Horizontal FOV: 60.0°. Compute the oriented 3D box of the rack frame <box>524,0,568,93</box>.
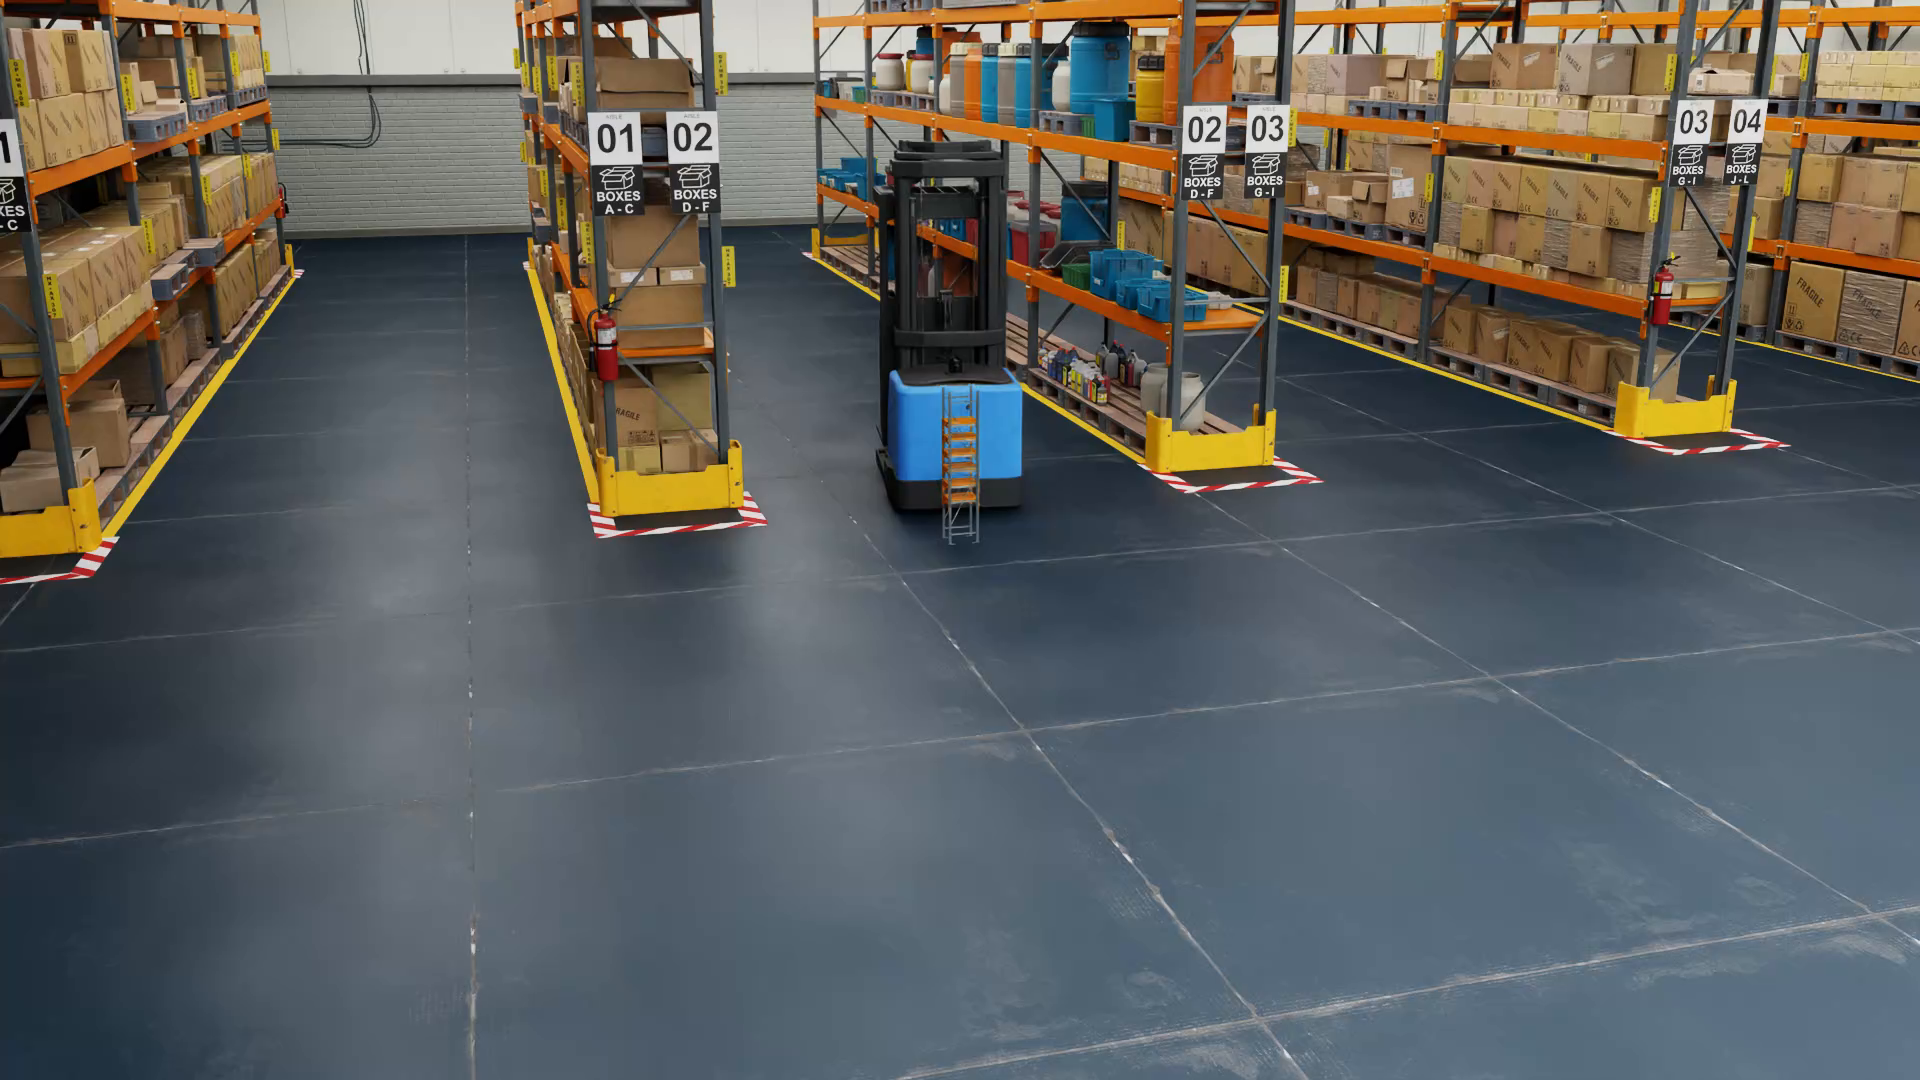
[{"bbox_3d":[-5.708,-7.914,23.656,1.000,3.000,0.127,-5,17,-15],"label":"rack frame"}]

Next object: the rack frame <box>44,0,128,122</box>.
[{"bbox_3d":[-8.272,-5.308,14.982,1.000,3.000,0.127,-5,17,-15],"label":"rack frame"}]

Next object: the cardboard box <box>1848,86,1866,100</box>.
[{"bbox_3d":[10.726,-5.271,19.606,0.380,0.149,0.250,-5,17,-15],"label":"cardboard box"}]

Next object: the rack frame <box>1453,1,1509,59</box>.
[{"bbox_3d":[8.614,-9.060,27.473,1.000,3.000,0.127,-5,17,-15],"label":"rack frame"}]

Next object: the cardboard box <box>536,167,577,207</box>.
[{"bbox_3d":[-5.543,-4.956,23.333,0.700,0.500,0.500,-2,17,-6],"label":"cardboard box"}]

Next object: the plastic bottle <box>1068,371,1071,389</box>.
[{"bbox_3d":[1.184,-1.701,17.499,0.097,0.201,0.097,0,17,0],"label":"plastic bottle"}]

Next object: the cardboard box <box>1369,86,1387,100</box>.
[{"bbox_3d":[5.405,-5.647,20.998,0.380,0.166,0.250,-5,17,-17],"label":"cardboard box"}]

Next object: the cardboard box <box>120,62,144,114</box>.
[{"bbox_3d":[-8.684,-4.620,16.999,0.500,0.500,0.500,-5,18,-17],"label":"cardboard box"}]

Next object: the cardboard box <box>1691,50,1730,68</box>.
[{"bbox_3d":[13.386,-8.519,29.808,0.500,0.500,0.500,-4,17,-14],"label":"cardboard box"}]

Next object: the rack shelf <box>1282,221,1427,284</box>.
[{"bbox_3d":[5.467,-3.819,21.702,1.077,0.370,4.000,-5,17,-15],"label":"rack shelf"}]

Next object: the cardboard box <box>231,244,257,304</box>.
[{"bbox_3d":[-10.166,-3.650,22.897,0.750,0.750,0.750,-4,17,-15],"label":"cardboard box"}]

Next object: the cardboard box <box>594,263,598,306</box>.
[{"bbox_3d":[-3.096,-2.469,15.784,0.700,0.500,0.500,-4,17,-14],"label":"cardboard box"}]

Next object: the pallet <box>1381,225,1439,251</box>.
[{"bbox_3d":[5.946,-3.741,20.526,1.003,0.211,1.213,-5,17,-15],"label":"pallet"}]

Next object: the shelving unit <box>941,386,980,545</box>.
[{"bbox_3d":[0.004,-0.571,12.766,0.258,1.200,0.189,-5,17,-15],"label":"shelving unit"}]

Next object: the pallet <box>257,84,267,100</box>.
[{"bbox_3d":[-11.355,-6.944,25.796,1.003,0.211,1.213,-5,17,-15],"label":"pallet"}]

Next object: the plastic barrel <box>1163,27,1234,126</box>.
[{"bbox_3d":[2.098,-4.080,14.630,0.600,0.830,0.708,-5,17,-15],"label":"plastic barrel"}]

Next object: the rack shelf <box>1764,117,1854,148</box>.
[{"bbox_3d":[10.263,-5.620,22.482,1.077,0.370,4.000,-5,17,-15],"label":"rack shelf"}]

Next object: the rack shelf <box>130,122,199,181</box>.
[{"bbox_3d":[-8.821,-4.081,17.359,1.077,0.370,4.000,-5,17,-15],"label":"rack shelf"}]

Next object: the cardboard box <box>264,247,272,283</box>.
[{"bbox_3d":[-10.851,-4.148,25.164,0.700,0.500,0.500,-4,17,-14],"label":"cardboard box"}]

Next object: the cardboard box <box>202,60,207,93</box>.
[{"bbox_3d":[-10.334,-6.091,21.864,0.700,0.500,0.500,-6,18,-18],"label":"cardboard box"}]

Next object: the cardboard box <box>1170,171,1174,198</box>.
[{"bbox_3d":[3.704,-5.724,26.619,0.500,0.500,0.500,-5,17,-15],"label":"cardboard box"}]

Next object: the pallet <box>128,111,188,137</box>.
[{"bbox_3d":[-8.627,-4.248,16.992,1.213,0.211,1.003,-5,17,-15],"label":"pallet"}]

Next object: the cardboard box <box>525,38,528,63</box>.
[{"bbox_3d":[-6.595,-7.825,26.662,0.700,0.500,0.500,-5,17,-15],"label":"cardboard box"}]

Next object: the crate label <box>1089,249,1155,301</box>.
[{"bbox_3d":[1.587,-2.617,16.388,0.502,0.435,0.616,-5,17,-15],"label":"crate label"}]

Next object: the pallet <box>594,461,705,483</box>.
[{"bbox_3d":[-2.661,-0.594,14.563,1.003,0.211,1.213,-5,17,-15],"label":"pallet"}]

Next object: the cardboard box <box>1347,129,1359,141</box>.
[{"bbox_3d":[7.528,-7.679,30.872,0.500,0.500,0.500,-4,17,-14],"label":"cardboard box"}]

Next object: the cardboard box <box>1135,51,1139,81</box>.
[{"bbox_3d":[3.394,-8.073,28.322,0.700,0.500,0.500,-4,17,-13],"label":"cardboard box"}]

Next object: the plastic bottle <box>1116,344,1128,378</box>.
[{"bbox_3d":[1.761,-1.952,18.077,0.144,0.351,0.185,-6,18,-18],"label":"plastic bottle"}]

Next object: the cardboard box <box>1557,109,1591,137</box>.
[{"bbox_3d":[6.466,-4.262,16.973,0.500,0.250,0.500,-4,17,-14],"label":"cardboard box"}]

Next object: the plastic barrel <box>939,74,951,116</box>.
[{"bbox_3d":[-0.055,-5.705,21.322,0.421,0.512,0.421,0,17,0],"label":"plastic barrel"}]

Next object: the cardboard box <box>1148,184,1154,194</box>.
[{"bbox_3d":[3.348,-5.832,27.591,0.380,0.149,0.250,-4,17,-14],"label":"cardboard box"}]

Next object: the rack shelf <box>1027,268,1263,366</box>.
[{"bbox_3d":[1.804,-2.321,16.715,1.077,0.370,4.000,-5,17,-15],"label":"rack shelf"}]

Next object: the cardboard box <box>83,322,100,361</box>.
[{"bbox_3d":[-7.158,-1.569,13.188,0.500,0.250,0.500,-5,18,-17],"label":"cardboard box"}]

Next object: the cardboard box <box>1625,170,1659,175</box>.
[{"bbox_3d":[7.096,-3.485,16.912,0.500,0.500,0.500,-5,17,-15],"label":"cardboard box"}]

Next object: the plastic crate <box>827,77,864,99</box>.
[{"bbox_3d":[-1.888,-7.500,27.601,0.504,0.338,0.767,-5,17,-15],"label":"plastic crate"}]

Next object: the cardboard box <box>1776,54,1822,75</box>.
[{"bbox_3d":[13.682,-7.650,27.088,0.500,0.500,0.500,-5,17,-15],"label":"cardboard box"}]

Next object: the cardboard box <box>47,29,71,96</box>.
[{"bbox_3d":[-7.285,-3.711,12.932,0.500,0.500,0.500,-4,17,-14],"label":"cardboard box"}]

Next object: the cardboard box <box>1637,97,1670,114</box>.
[{"bbox_3d":[6.780,-4.193,16.050,0.380,0.149,0.250,-5,18,-17],"label":"cardboard box"}]

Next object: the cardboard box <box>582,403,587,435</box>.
[{"bbox_3d":[-3.266,-1.145,15.598,0.500,0.250,0.500,-5,17,-15],"label":"cardboard box"}]

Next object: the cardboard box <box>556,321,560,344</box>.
[{"bbox_3d":[-4.608,-2.512,20.149,0.500,0.250,0.500,-5,17,-17],"label":"cardboard box"}]

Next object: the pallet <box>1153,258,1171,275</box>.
[{"bbox_3d":[3.684,-4.704,28.245,1.003,0.211,1.213,-5,17,-15],"label":"pallet"}]

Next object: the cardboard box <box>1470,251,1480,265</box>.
[{"bbox_3d":[6.015,-3.201,18.831,0.380,0.149,0.250,-5,17,-15],"label":"cardboard box"}]

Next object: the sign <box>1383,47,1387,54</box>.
[{"bbox_3d":[8.054,-9.193,31.588,0.100,0.325,0.005,-5,17,-15],"label":"sign"}]

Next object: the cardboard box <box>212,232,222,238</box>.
[{"bbox_3d":[-9.291,-3.691,20.427,0.380,0.149,0.250,-4,17,-14],"label":"cardboard box"}]

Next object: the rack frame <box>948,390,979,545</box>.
[{"bbox_3d":[0.029,-0.545,12.682,0.240,1.200,0.006,-5,17,-15],"label":"rack frame"}]

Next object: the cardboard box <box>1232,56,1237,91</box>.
[{"bbox_3d":[4.335,-6.967,24.809,0.797,0.503,0.637,-5,17,-16],"label":"cardboard box"}]

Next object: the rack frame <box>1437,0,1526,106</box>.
[{"bbox_3d":[6.016,-6.483,18.893,1.000,3.000,0.127,-5,17,-15],"label":"rack frame"}]

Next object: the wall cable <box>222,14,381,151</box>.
[{"bbox_3d":[-12.780,-8.733,31.781,3.097,2.526,0.112,-5,17,-15],"label":"wall cable"}]

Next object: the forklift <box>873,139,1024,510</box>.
[{"bbox_3d":[-0.176,-2.027,14.604,1.130,2.935,3.031,-2,17,-7],"label":"forklift"}]

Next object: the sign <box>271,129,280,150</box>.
[{"bbox_3d":[-11.044,-6.462,26.825,0.100,0.325,0.005,-5,17,-15],"label":"sign"}]

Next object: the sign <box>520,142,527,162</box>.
[{"bbox_3d":[-7.329,-6.519,27.935,0.100,0.325,0.005,-5,17,-15],"label":"sign"}]

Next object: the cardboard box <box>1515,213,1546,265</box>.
[{"bbox_3d":[6.516,-3.258,17.894,0.875,0.500,0.500,-5,17,-15],"label":"cardboard box"}]

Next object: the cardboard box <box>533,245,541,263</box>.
[{"bbox_3d":[-6.793,-4.730,27.499,0.500,0.250,0.500,-5,17,-15],"label":"cardboard box"}]

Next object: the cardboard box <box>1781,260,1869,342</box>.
[{"bbox_3d":[10.919,-2.978,20.616,0.875,0.875,0.875,-4,17,-14],"label":"cardboard box"}]

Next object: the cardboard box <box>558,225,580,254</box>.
[{"bbox_3d":[-4.549,-3.629,19.974,0.500,0.311,0.500,-5,17,-16],"label":"cardboard box"}]

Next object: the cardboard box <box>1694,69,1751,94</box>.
[{"bbox_3d":[10.120,-6.085,22.032,0.500,0.311,0.500,-5,18,-17],"label":"cardboard box"}]
